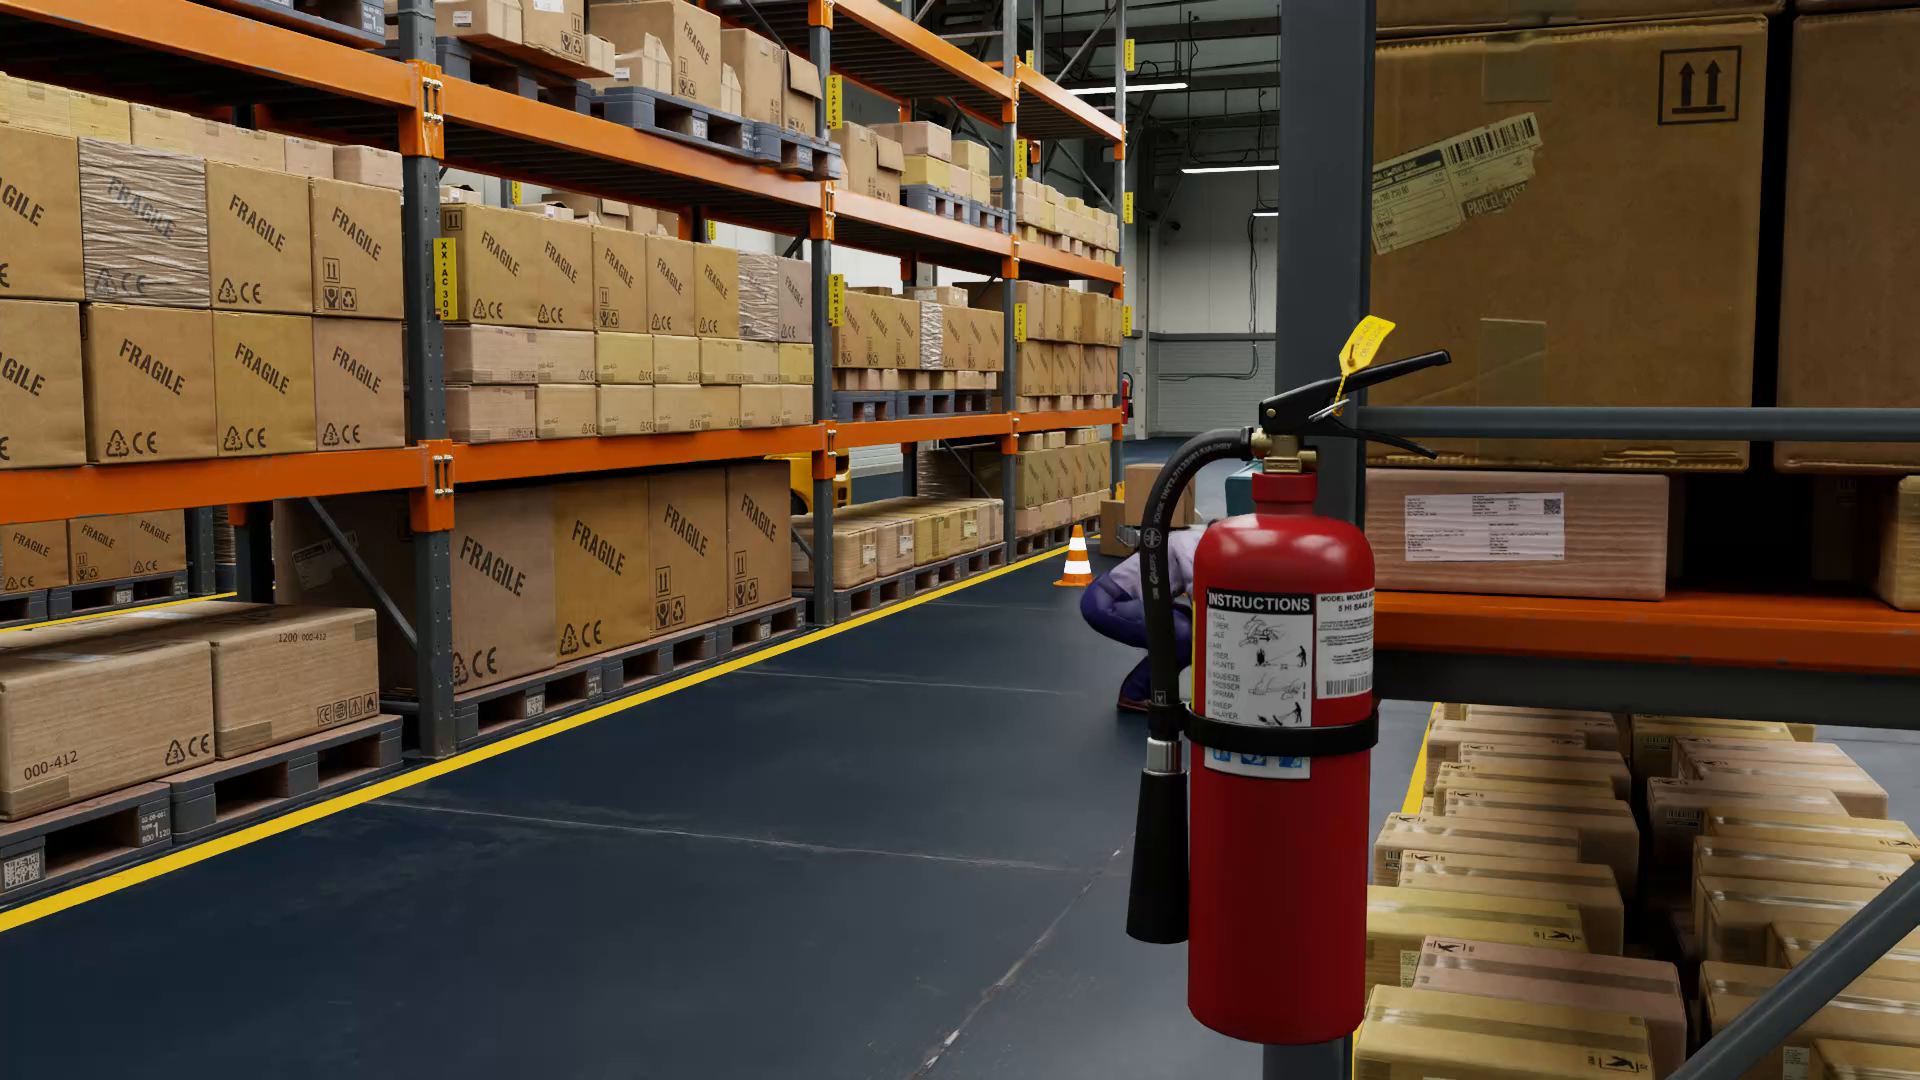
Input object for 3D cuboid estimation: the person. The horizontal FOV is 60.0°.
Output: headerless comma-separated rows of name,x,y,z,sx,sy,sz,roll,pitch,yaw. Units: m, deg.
person,1.012,0.356,7.955,0.856,0.929,0.501,2,6,17
